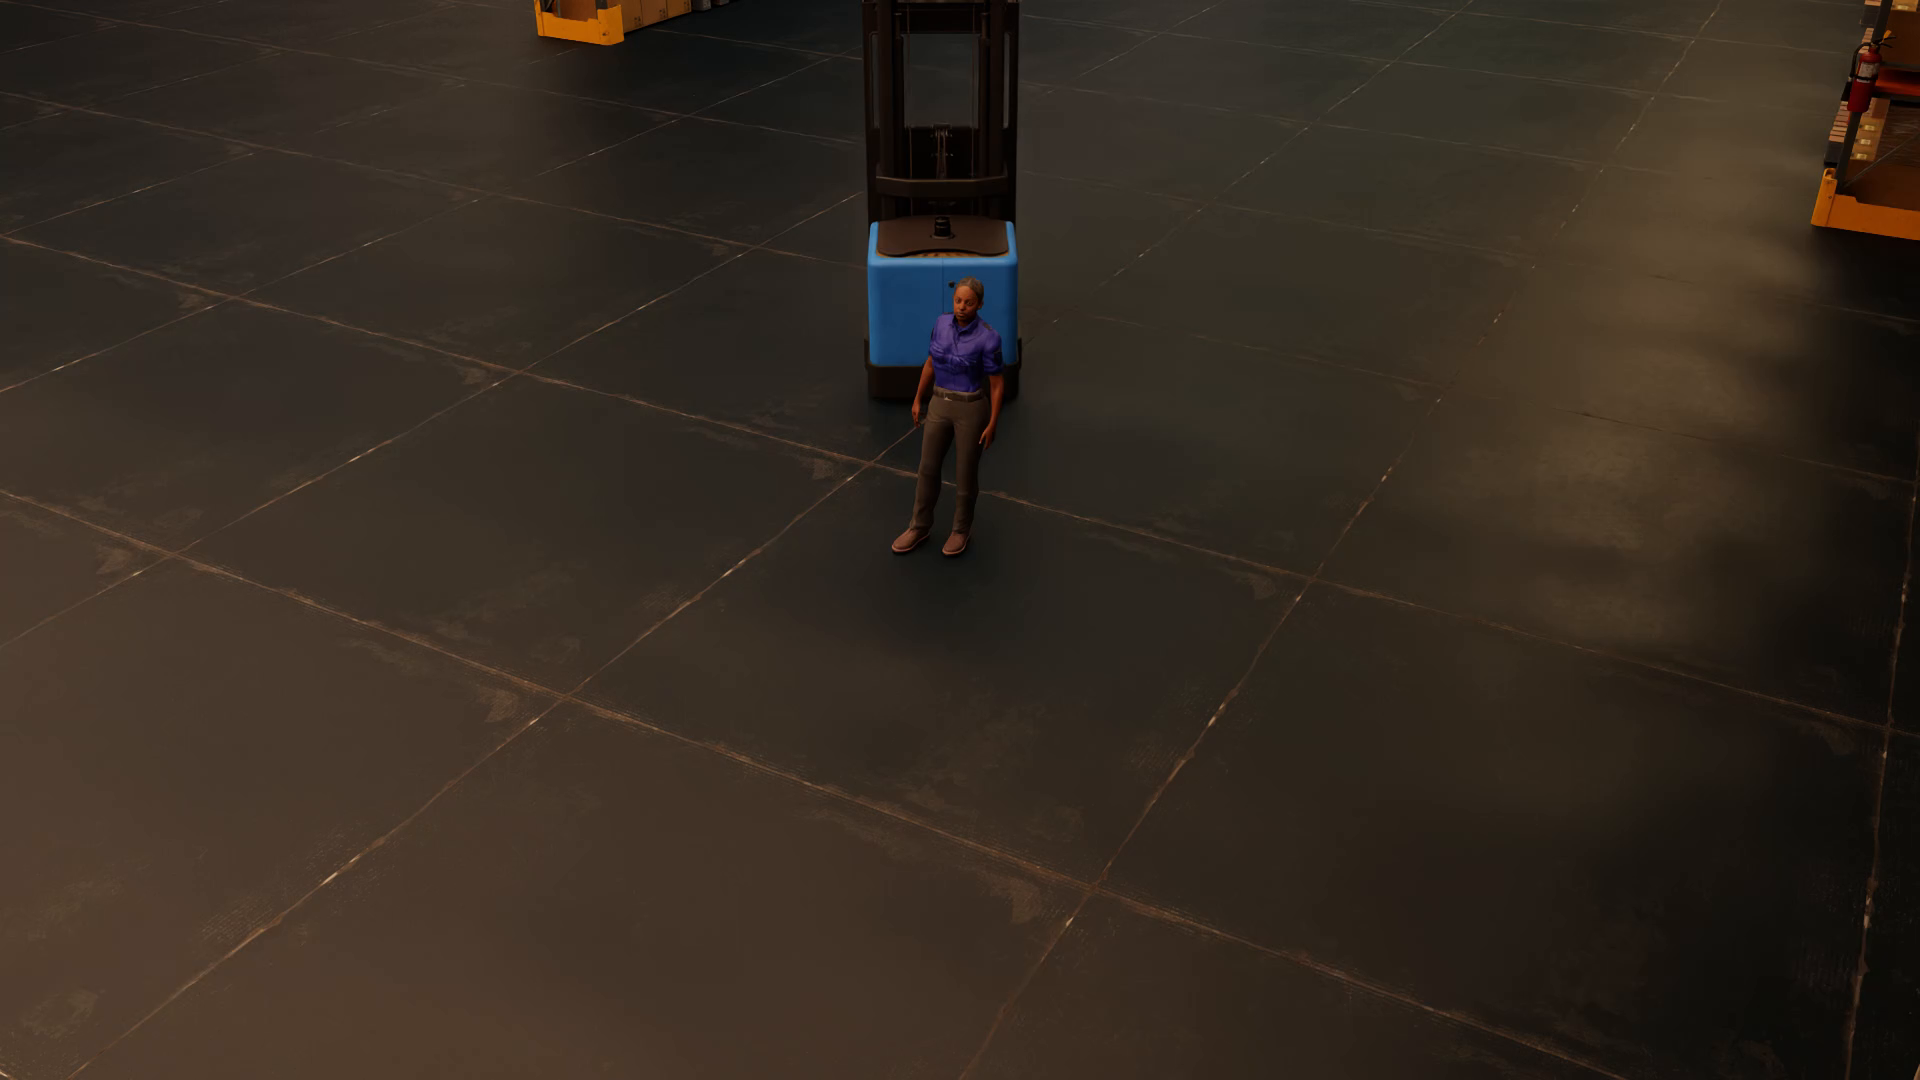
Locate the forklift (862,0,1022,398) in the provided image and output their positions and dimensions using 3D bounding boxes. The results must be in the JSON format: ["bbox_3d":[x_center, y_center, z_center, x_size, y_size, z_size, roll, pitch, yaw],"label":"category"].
[{"bbox_3d":[-0.139,-2.954,12.190,1.130,2.935,3.031,-1,30,-1],"label":"forklift"}]

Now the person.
[{"bbox_3d":[-0.060,-0.689,9.528,0.569,1.654,0.504,15,33,25],"label":"person"}]
